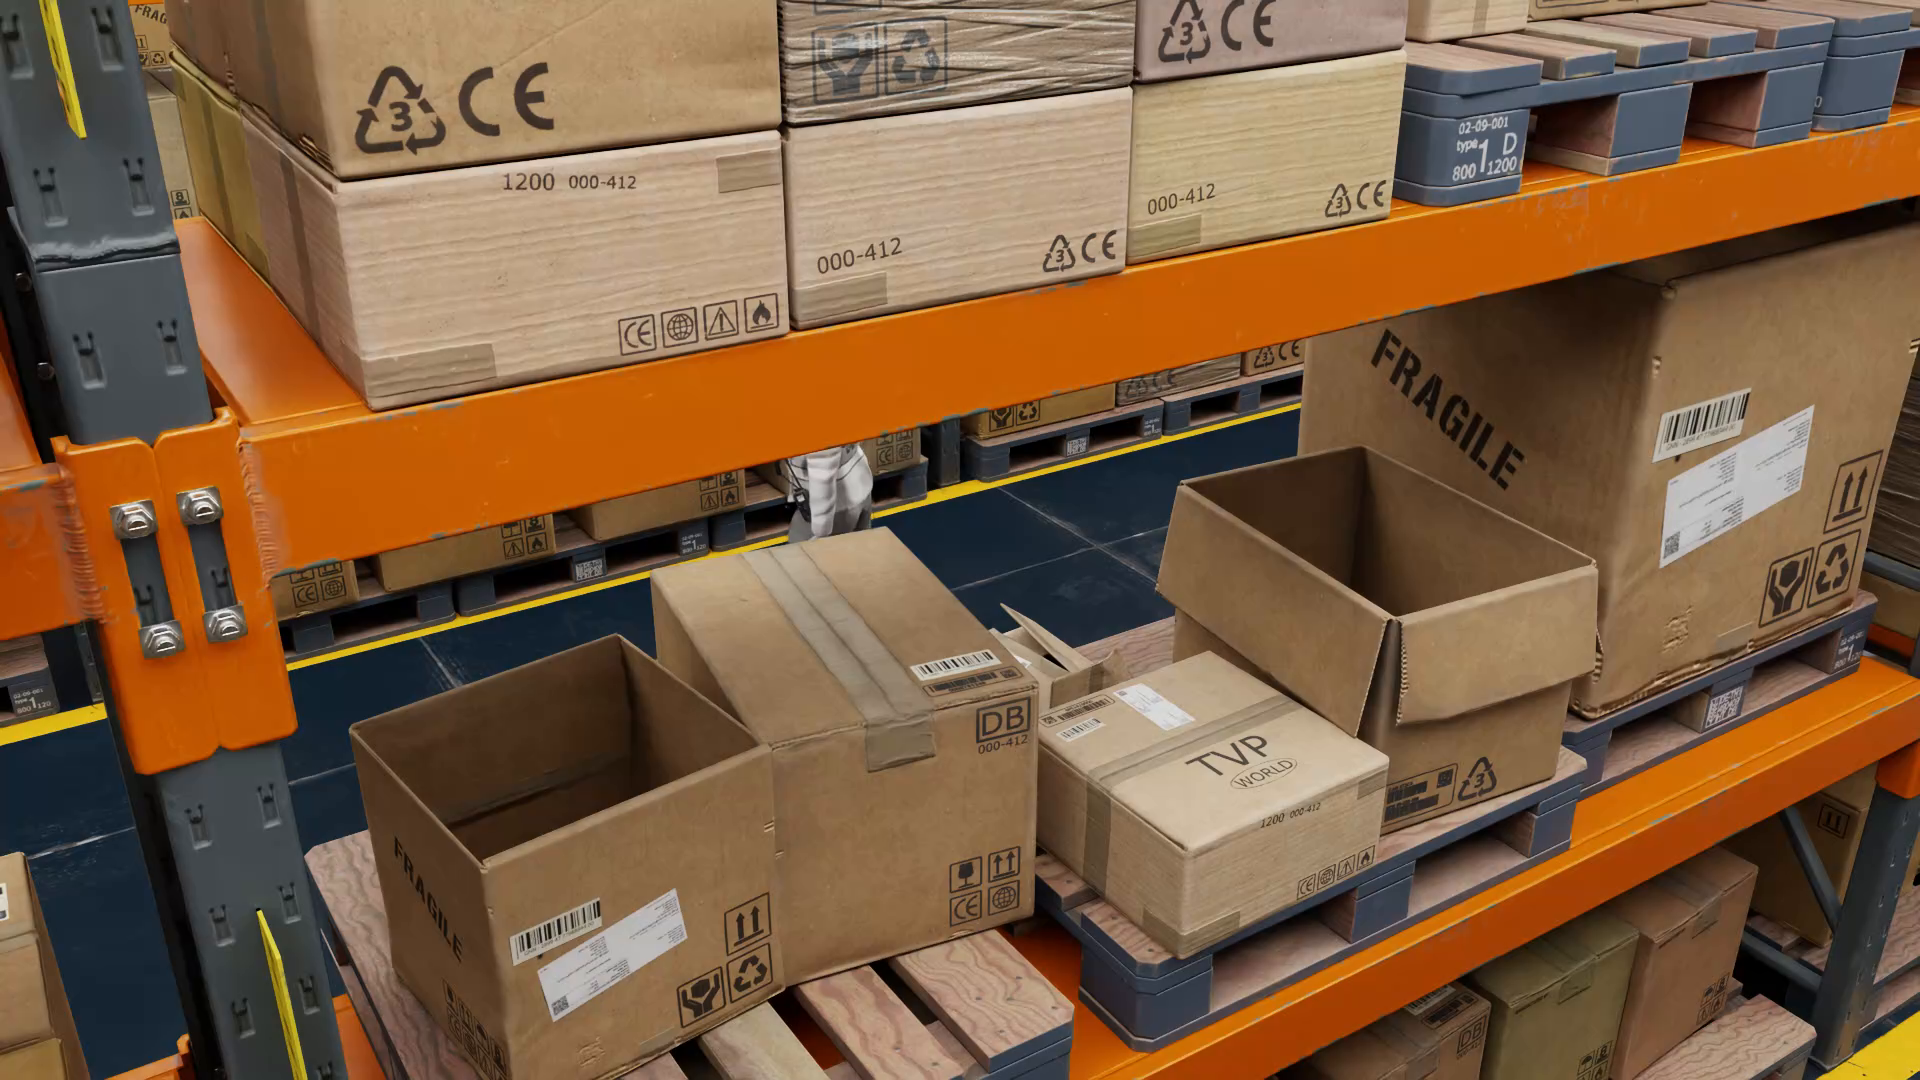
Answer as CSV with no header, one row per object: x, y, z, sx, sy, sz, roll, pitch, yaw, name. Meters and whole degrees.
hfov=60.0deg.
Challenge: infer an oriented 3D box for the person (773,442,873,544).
-0.511,-0.117,6.328,0.596,1.677,0.483,7,26,15,person
